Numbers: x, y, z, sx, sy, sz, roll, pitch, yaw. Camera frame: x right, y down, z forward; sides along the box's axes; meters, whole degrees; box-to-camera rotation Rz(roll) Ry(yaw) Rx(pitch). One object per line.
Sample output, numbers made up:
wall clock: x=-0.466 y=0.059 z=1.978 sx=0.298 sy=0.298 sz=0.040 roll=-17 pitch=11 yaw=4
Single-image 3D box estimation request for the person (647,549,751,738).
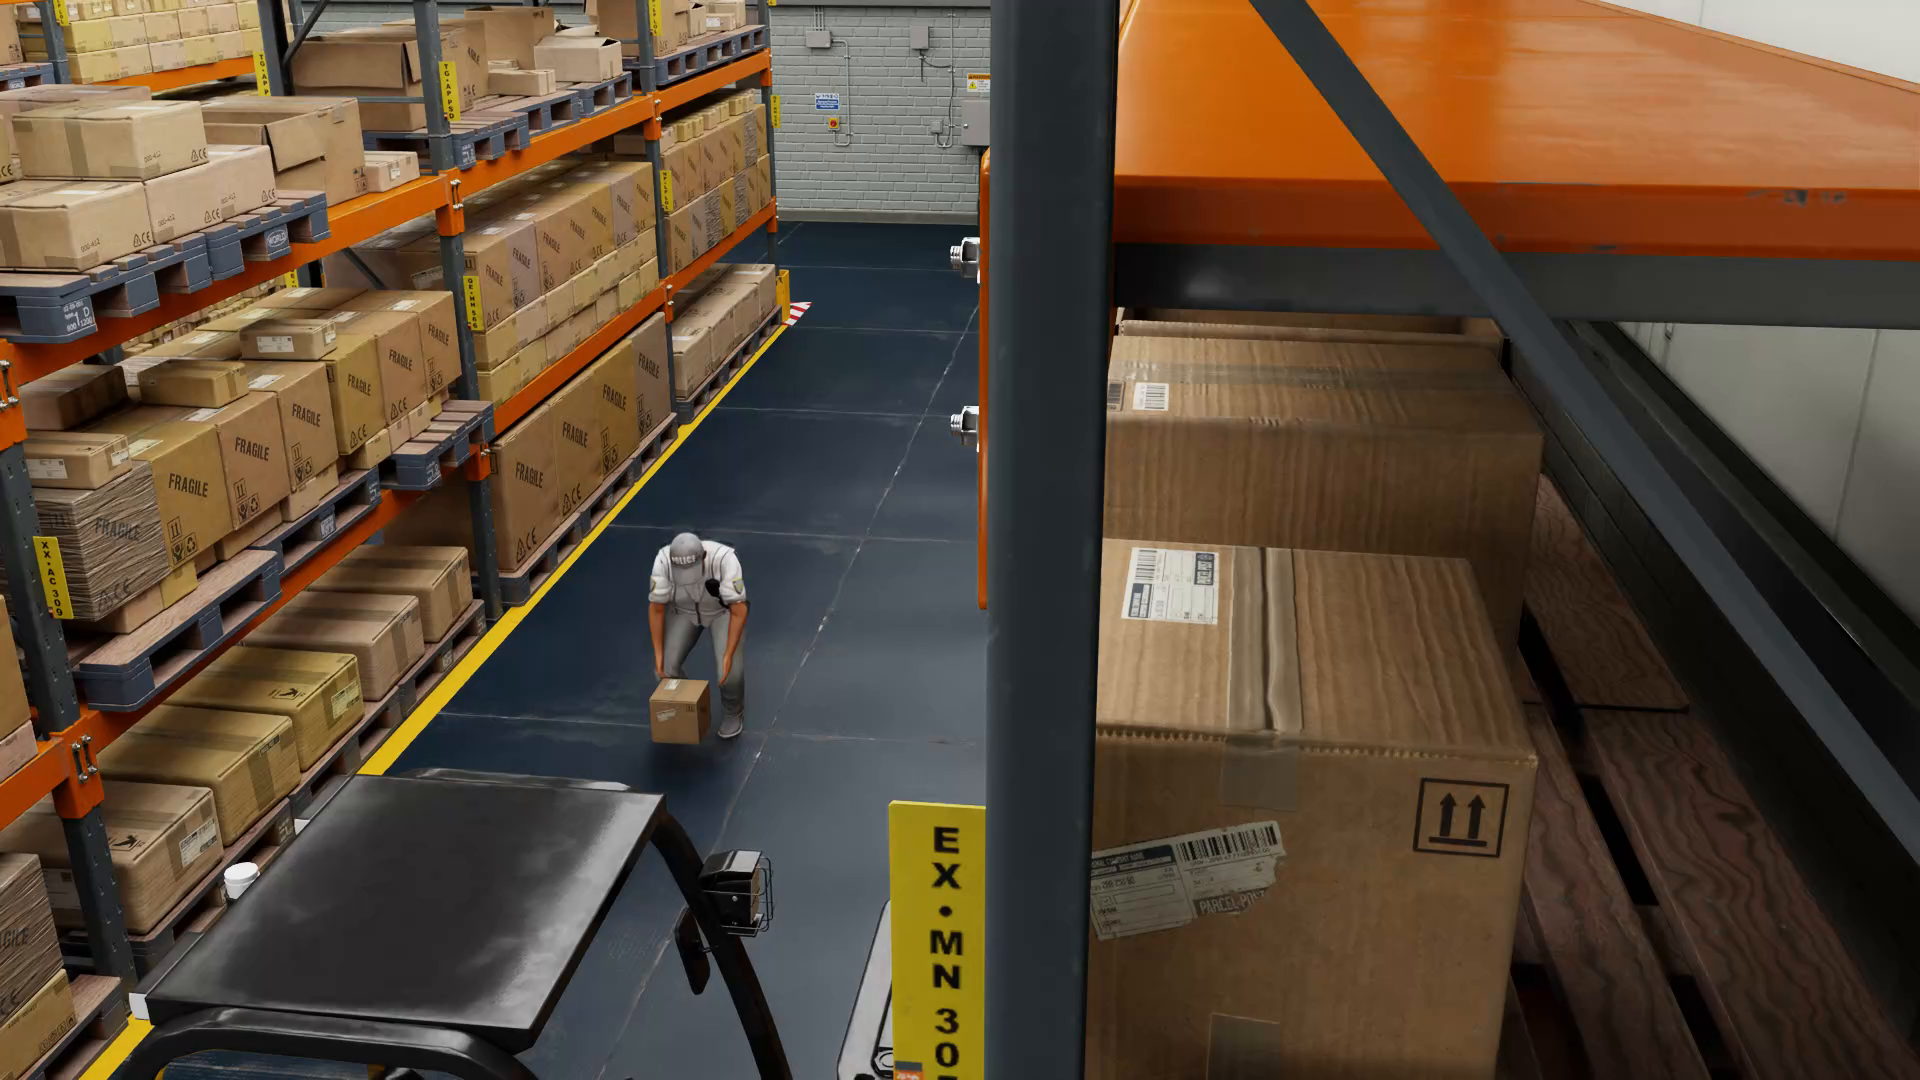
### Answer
person: x=-1.378 y=0.508 z=8.948 sx=0.539 sy=1.185 sz=0.811 roll=2 pitch=21 yaw=6
